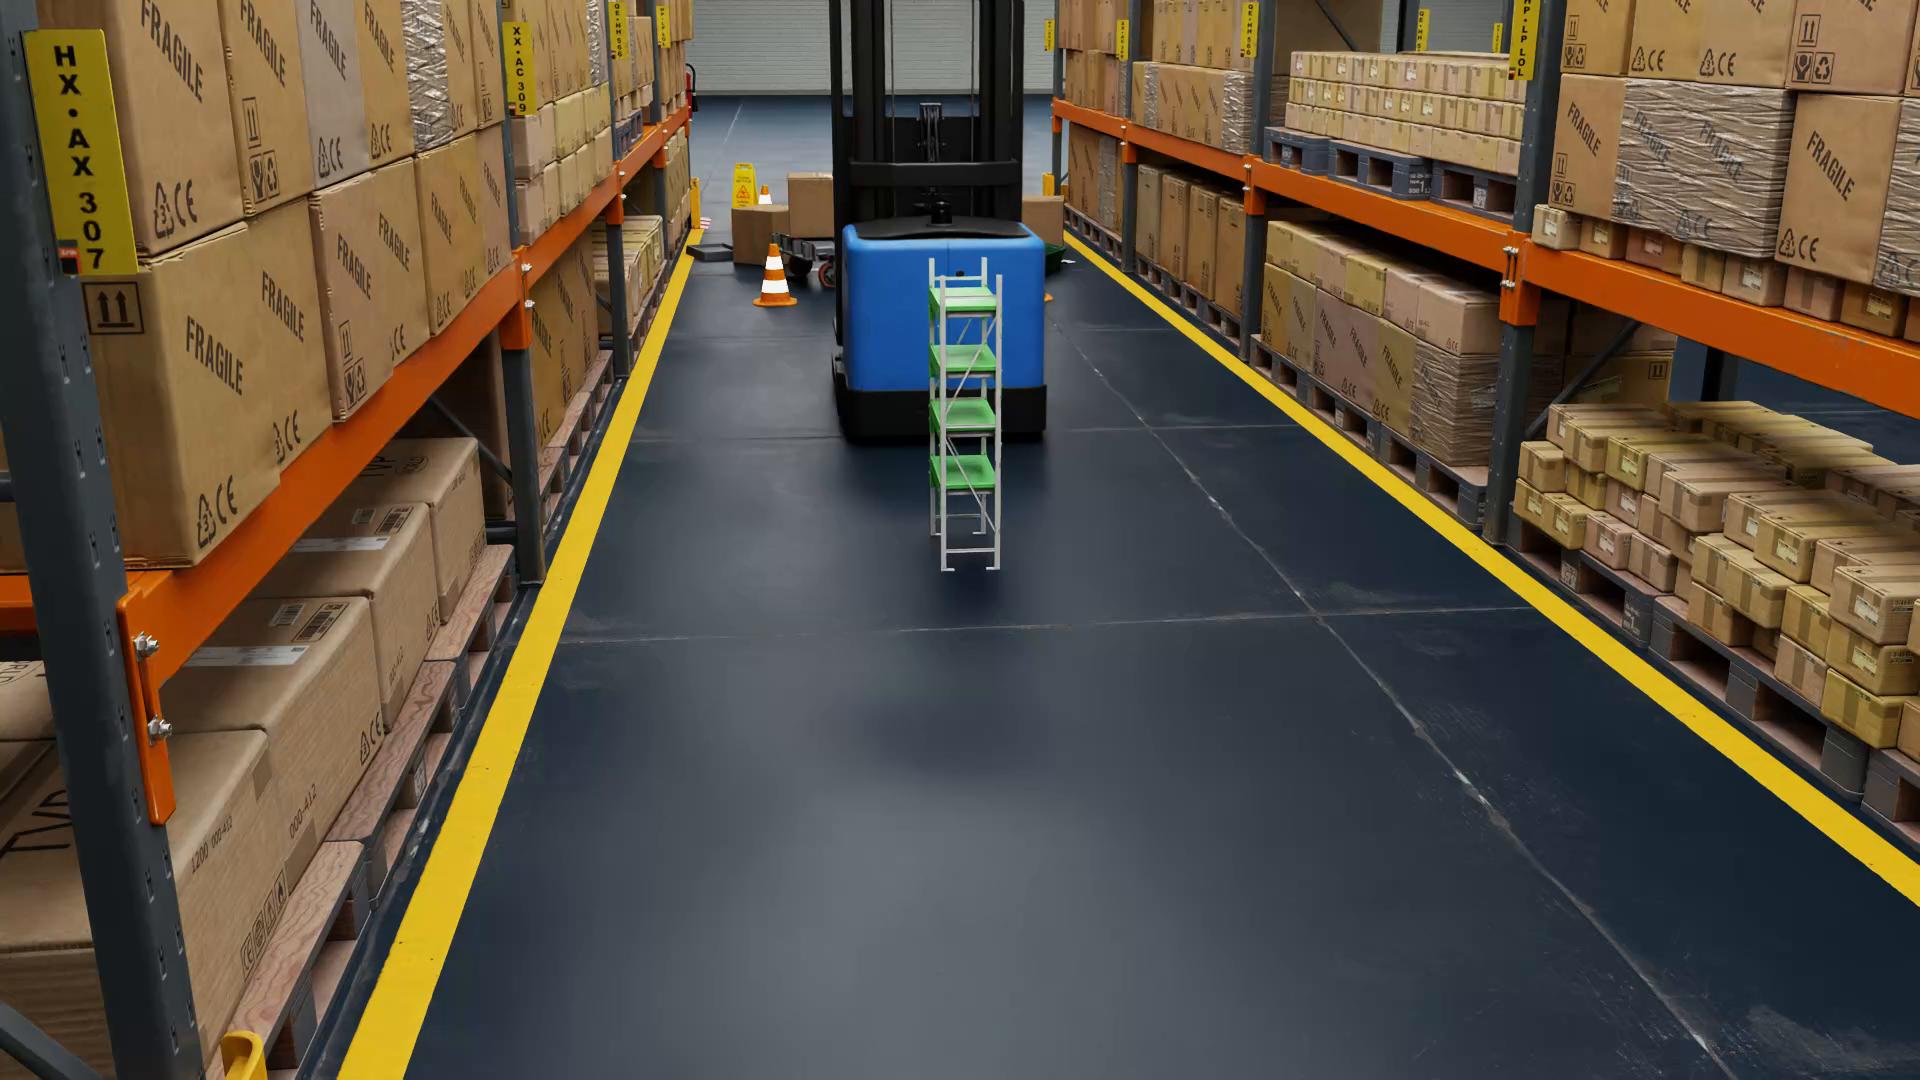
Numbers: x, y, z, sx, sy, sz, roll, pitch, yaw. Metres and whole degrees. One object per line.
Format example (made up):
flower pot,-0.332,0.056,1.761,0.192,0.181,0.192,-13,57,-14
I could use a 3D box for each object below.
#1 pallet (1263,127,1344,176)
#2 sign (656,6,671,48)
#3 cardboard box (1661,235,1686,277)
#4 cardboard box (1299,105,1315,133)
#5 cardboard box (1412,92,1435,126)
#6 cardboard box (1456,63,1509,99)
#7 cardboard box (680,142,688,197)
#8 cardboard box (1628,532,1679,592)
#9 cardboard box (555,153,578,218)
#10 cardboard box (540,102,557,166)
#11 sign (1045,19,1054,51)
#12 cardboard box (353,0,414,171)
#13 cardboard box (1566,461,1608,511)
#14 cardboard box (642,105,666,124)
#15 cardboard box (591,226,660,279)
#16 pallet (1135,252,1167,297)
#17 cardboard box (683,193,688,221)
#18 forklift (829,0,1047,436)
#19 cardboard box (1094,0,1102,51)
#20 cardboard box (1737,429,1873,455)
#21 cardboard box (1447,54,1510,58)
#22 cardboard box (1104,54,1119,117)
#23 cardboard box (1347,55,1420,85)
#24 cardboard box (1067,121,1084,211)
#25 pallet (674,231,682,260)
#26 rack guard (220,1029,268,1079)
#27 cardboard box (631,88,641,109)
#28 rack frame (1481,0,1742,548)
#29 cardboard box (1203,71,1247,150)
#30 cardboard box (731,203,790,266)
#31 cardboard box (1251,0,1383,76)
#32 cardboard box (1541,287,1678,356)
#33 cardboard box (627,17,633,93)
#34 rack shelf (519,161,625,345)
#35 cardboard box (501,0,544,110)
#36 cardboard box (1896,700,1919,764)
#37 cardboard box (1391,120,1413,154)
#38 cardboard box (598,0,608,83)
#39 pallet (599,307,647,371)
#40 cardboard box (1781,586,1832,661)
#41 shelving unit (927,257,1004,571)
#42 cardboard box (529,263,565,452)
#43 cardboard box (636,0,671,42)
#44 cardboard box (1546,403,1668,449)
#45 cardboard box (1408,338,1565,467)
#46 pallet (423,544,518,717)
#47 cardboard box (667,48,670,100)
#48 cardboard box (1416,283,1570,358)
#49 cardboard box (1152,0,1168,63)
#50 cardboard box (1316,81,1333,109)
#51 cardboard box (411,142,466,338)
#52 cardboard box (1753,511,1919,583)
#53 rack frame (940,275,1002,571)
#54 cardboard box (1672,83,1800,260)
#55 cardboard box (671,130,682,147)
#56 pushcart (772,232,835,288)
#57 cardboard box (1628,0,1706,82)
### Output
pallet,2.524,-2.323,9.888,1.213,0.211,1.003,-2,18,-6
sign,-2.430,-4.203,13.623,0.100,0.325,0.005,-2,18,-6
cardboard box,2.663,-0.984,5.722,0.380,0.149,0.250,-3,18,-8
cardboard box,2.217,-2.484,9.801,0.380,0.149,0.250,-1,17,-3
cardboard box,2.410,-2.078,8.009,0.380,0.149,0.250,-3,18,-8
cardboard box,2.468,-2.067,7.477,0.380,0.149,0.250,-2,18,-7
cardboard box,-2.995,-3.684,16.541,0.500,0.500,0.500,-1,17,-4
cardboard box,2.655,0.072,5.997,0.380,0.149,0.250,-2,18,-7
cardboard box,-2.031,-1.624,7.591,0.500,0.250,0.500,-2,18,-6
cardboard box,-2.003,-1.710,7.031,0.500,0.250,0.500,-2,17,-5
sign,0.966,-5.442,17.927,0.100,0.325,0.005,-2,18,-6
cardboard box,-1.684,-1.189,4.120,0.500,0.500,0.500,-2,18,-5
cardboard box,2.591,-0.223,6.442,0.380,0.149,0.250,-2,18,-5
cardboard box,-2.695,-3.616,14.106,0.380,0.149,0.250,-2,18,-6
cardboard box,-2.848,-2.208,12.890,0.950,0.372,0.625,-1,17,-2
pallet,2.086,-2.257,14.014,1.003,0.211,1.213,-2,18,-6
cardboard box,-2.998,-3.325,16.650,0.500,0.250,0.500,-2,18,-5
forklift,-0.211,-2.333,9.716,1.130,2.935,3.031,-2,18,-6
cardboard box,1.774,-4.996,16.029,0.875,0.550,0.500,-2,18,-6
cardboard box,3.151,-0.309,6.218,0.380,0.149,0.250,-2,18,-6
cardboard box,2.933,-2.623,9.251,0.380,0.149,0.250,-1,17,-4
cardboard box,1.802,-4.159,15.167,0.875,0.550,0.550,-2,18,-6
cardboard box,2.307,-2.531,8.957,0.380,0.149,0.250,-1,17,-3
cardboard box,1.655,-3.993,17.736,0.875,0.875,0.875,-2,18,-5
pallet,-3.215,-2.865,15.950,1.003,0.211,1.213,-2,18,-6
rack guard,-1.741,1.143,2.702,1.175,0.500,0.348,-2,18,-6
cardboard box,-2.563,-3.263,12.282,0.380,0.149,0.250,-2,18,-6
rack frame,2.757,-1.432,6.729,1.000,3.000,0.127,-2,18,-6
cardboard box,1.981,-2.946,11.385,0.500,0.500,0.500,-2,18,-6
cardboard box,-1.739,-2.802,15.263,0.500,0.500,0.500,11,21,32
cardboard box,2.308,-3.282,10.788,0.700,0.500,0.500,-2,18,-6
cardboard box,2.943,-1.025,7.656,0.500,0.250,0.500,-3,18,-8
cardboard box,-2.507,-3.285,11.267,0.500,0.500,0.500,-1,17,-5
rack shelf,-2.363,-1.501,8.152,1.077,0.370,4.000,-2,18,-6
cardboard box,-1.916,-1.913,6.427,0.500,0.500,0.500,-2,17,-5
cardboard box,2.800,0.542,4.503,0.380,0.149,0.250,-2,18,-5
cardboard box,2.381,-2.012,8.297,0.380,0.149,0.250,-1,17,-3
cardboard box,-2.256,-2.819,9.313,0.500,0.500,0.500,-2,18,-7
pallet,-2.648,-1.343,11.102,1.003,0.211,1.213,-2,18,-6
cardboard box,2.701,0.244,4.954,0.380,0.149,0.250,-1,17,-3
shelving unit,0.017,-0.523,6.840,0.258,1.200,0.503,-2,18,-6
cardboard box,-2.401,-0.886,7.839,0.875,0.875,0.875,-1,17,-4
cardboard box,-2.811,-4.437,13.968,0.700,0.500,0.500,-2,18,-6
cardboard box,2.586,-0.447,6.657,0.380,0.149,0.250,-1,17,-3
cardboard box,2.430,-0.652,7.718,0.500,0.500,0.500,-2,18,-7
pallet,-2.156,0.311,5.835,1.003,0.211,1.213,-2,18,-6
cardboard box,-2.825,-4.110,14.598,0.500,0.500,0.500,-2,18,-6
cardboard box,2.428,-1.011,7.610,0.500,0.250,0.500,-2,18,-7
cardboard box,1.989,-4.192,13.686,0.700,0.500,0.500,-2,18,-7
cardboard box,2.255,-2.535,9.467,0.380,0.149,0.250,-2,18,-7
cardboard box,-1.729,-0.864,4.753,0.500,0.500,0.500,-2,18,-6
cardboard box,2.722,0.020,5.171,0.380,0.149,0.250,-2,18,-5
rack frame,0.042,-0.450,6.609,0.240,1.200,0.015,-2,18,-6
cardboard box,2.631,-1.168,5.225,0.500,0.500,0.500,-2,18,-7
cardboard box,-2.899,-3.888,16.108,0.380,0.149,0.250,-1,17,-3
pushcart,-0.719,-2.466,14.403,1.648,0.377,0.936,-8,19,-25
cardboard box,2.629,-1.802,5.577,0.500,0.500,0.500,-2,18,-7
